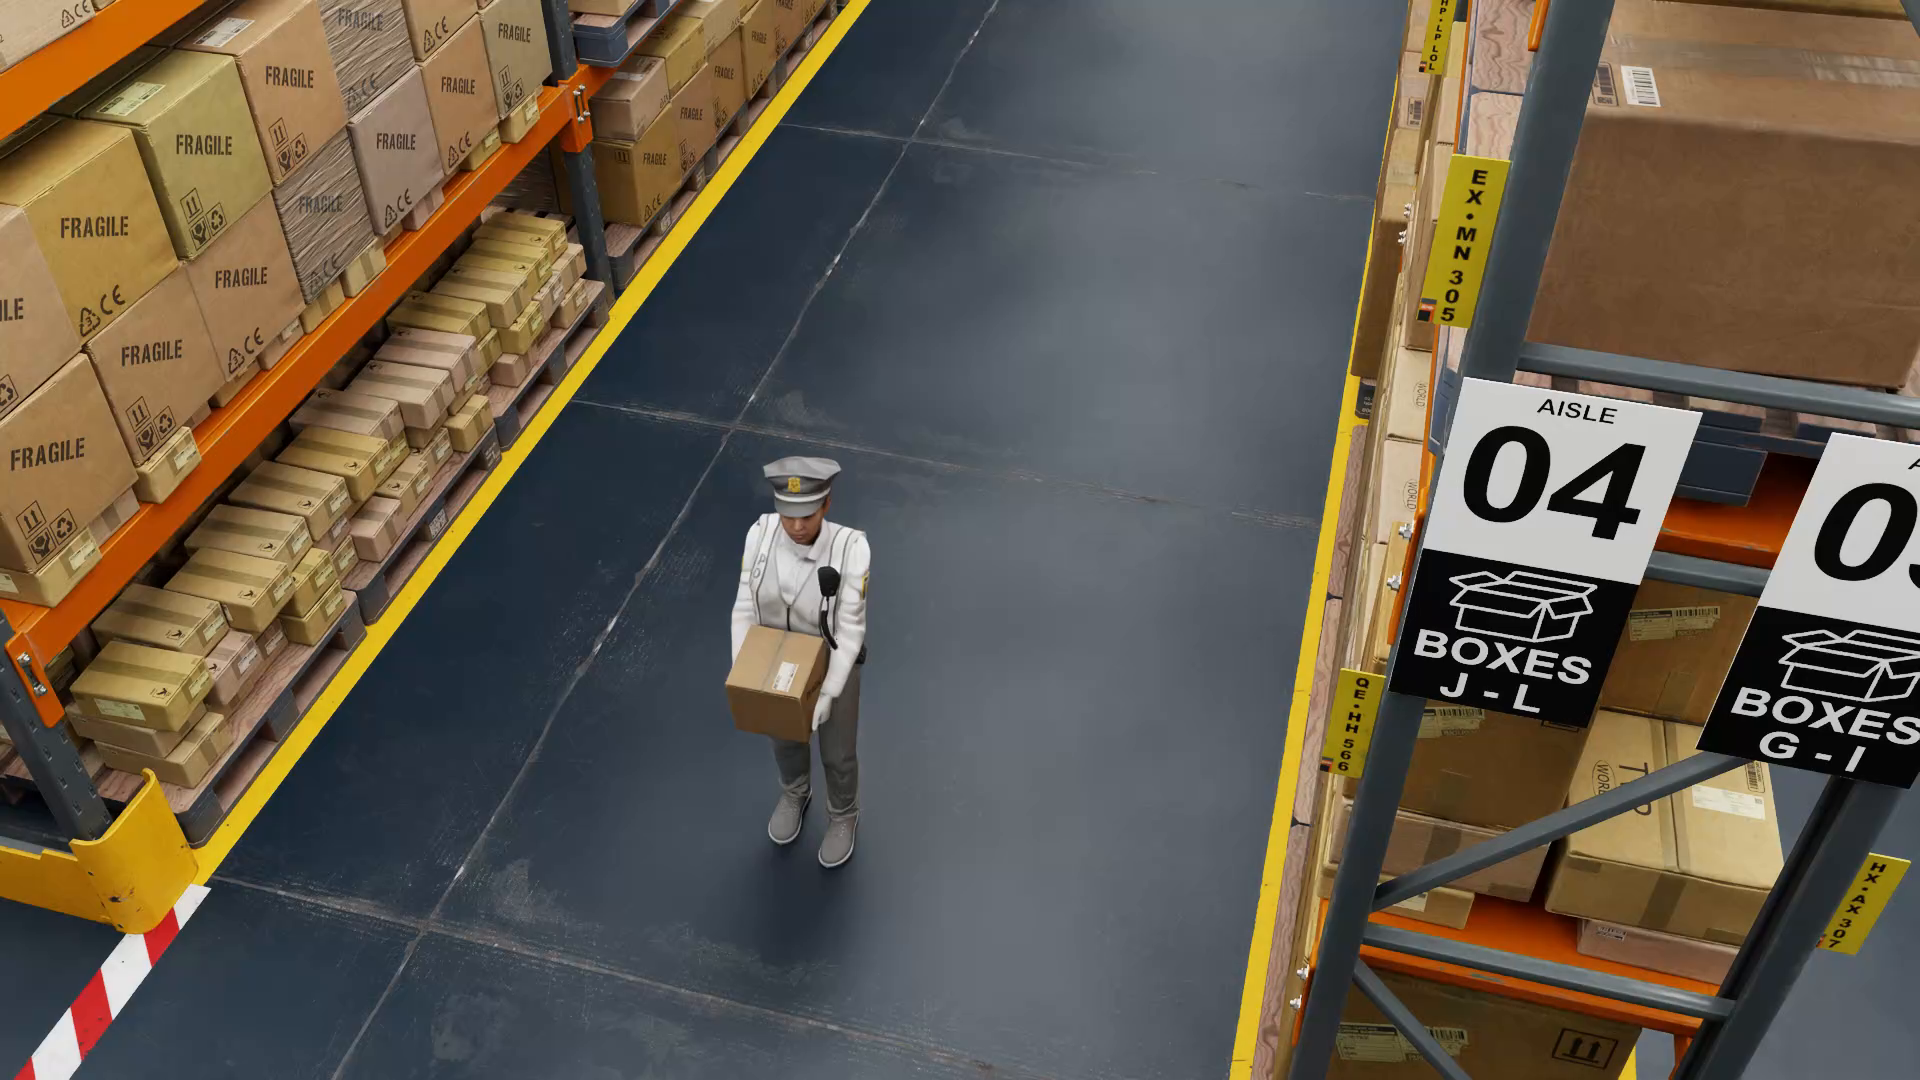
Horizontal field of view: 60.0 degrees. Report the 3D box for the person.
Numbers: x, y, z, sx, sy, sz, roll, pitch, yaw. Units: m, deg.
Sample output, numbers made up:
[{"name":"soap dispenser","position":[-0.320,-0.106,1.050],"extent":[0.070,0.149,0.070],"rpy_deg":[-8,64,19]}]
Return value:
[{"name":"person","position":[-0.538,0.458,5.620],"extent":[0.446,1.691,0.523],"rpy_deg":[10,42,11]}]
